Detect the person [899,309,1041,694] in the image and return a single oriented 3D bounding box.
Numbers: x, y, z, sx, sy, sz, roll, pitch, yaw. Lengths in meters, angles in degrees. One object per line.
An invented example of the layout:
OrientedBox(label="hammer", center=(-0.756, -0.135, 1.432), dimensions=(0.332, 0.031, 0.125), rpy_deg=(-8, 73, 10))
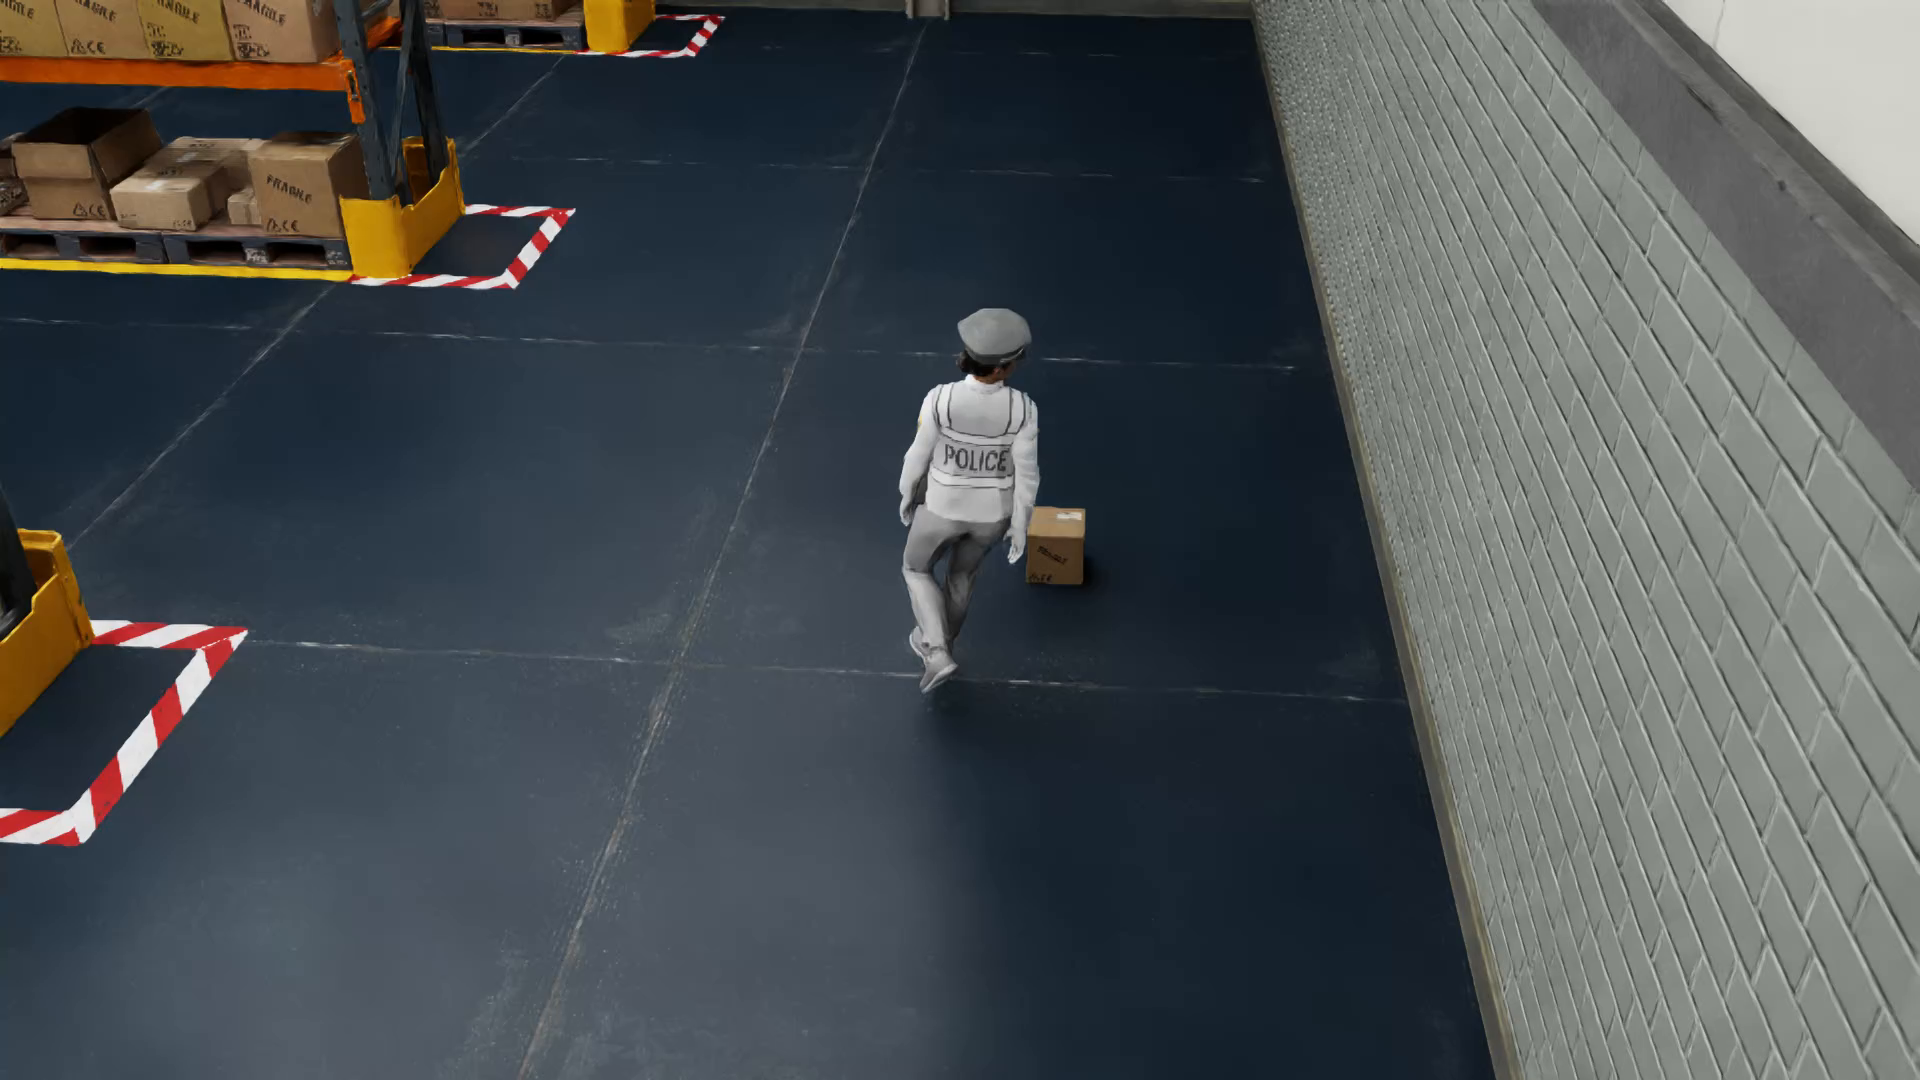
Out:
OrientedBox(label="person", center=(0.033, -0.120, 6.353), dimensions=(0.518, 1.623, 0.638), rpy_deg=(-3, 32, -4))
